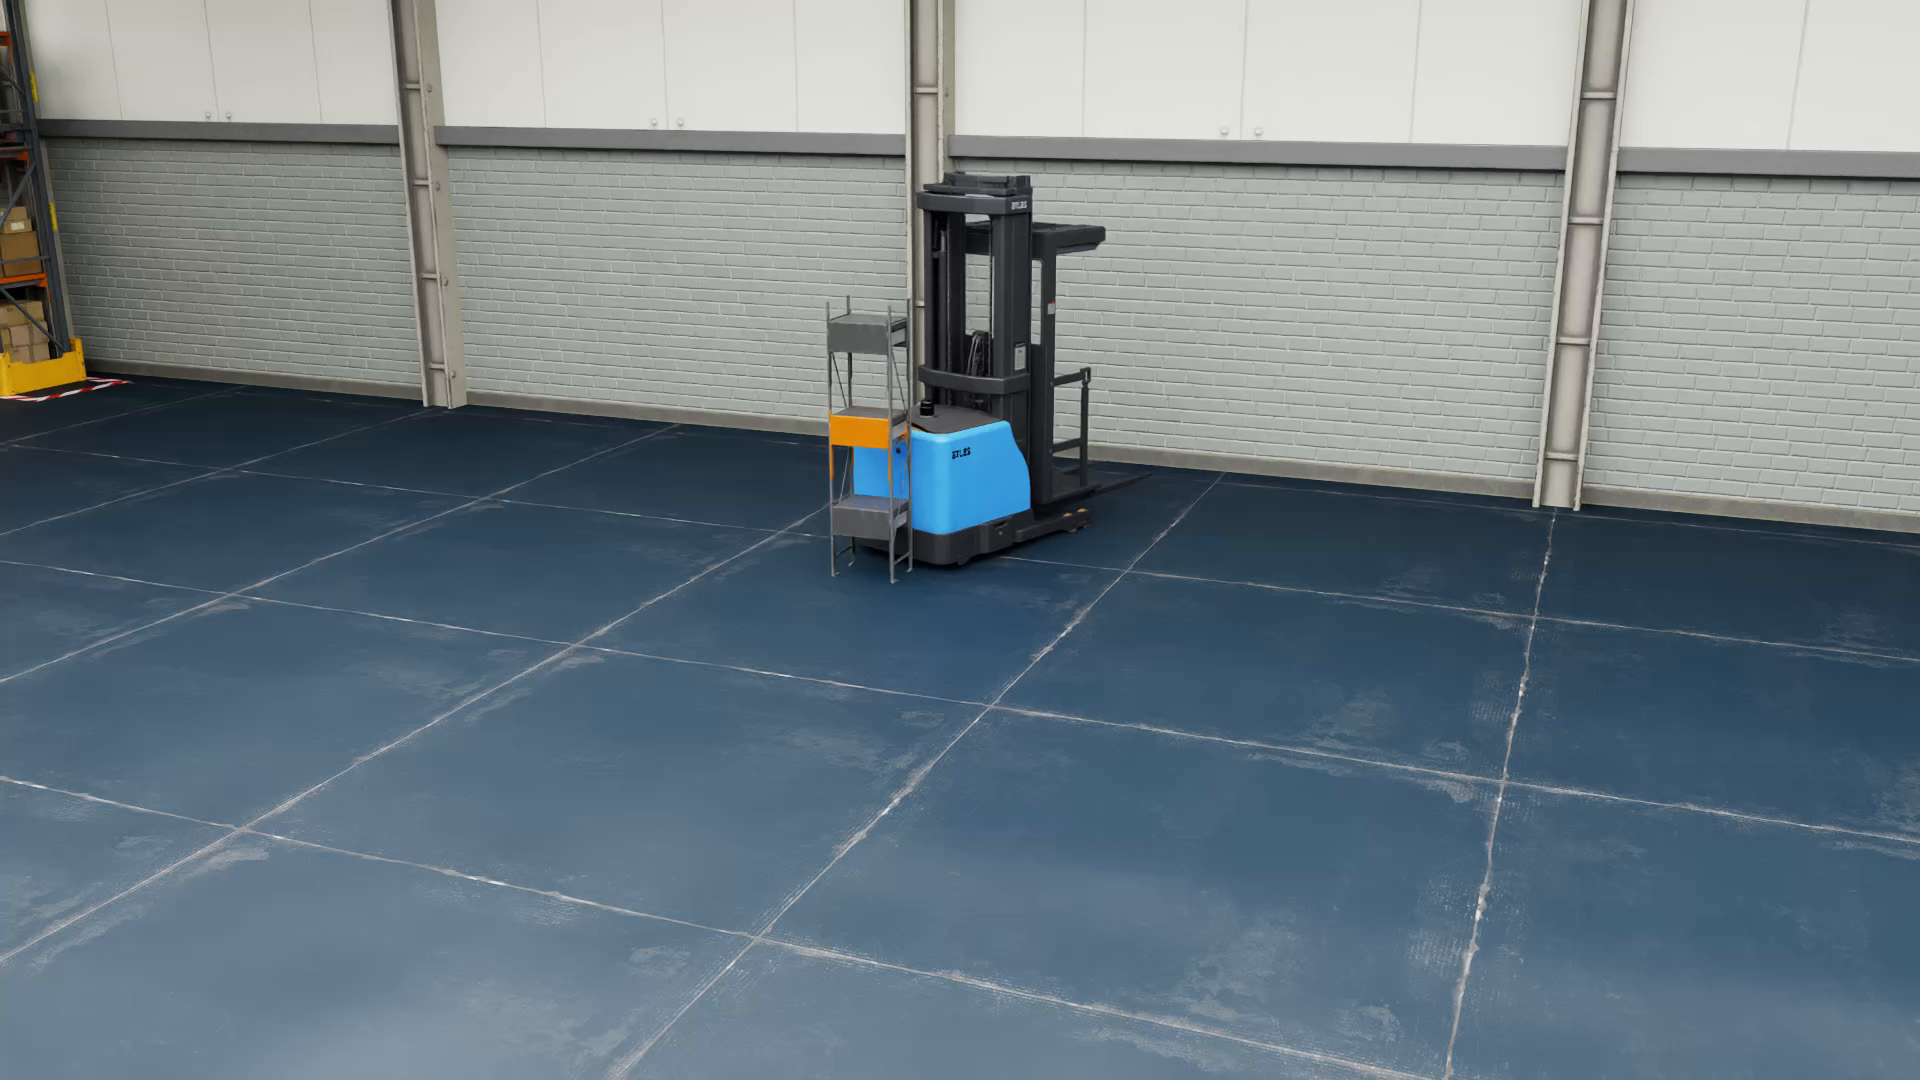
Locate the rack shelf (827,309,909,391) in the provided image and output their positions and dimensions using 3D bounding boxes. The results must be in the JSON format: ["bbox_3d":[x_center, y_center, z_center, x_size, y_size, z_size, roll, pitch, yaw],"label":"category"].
[{"bbox_3d":[-0.674,-1.413,12.311,0.480,0.518,0.431,6,17,20],"label":"rack shelf"}]

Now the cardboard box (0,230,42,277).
[{"bbox_3d":[-11.491,-3.463,20.041,0.500,0.500,0.500,7,18,22],"label":"cardboard box"}]

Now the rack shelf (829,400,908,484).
[{"bbox_3d":[-0.674,-0.741,12.506,0.480,0.518,0.431,6,17,20],"label":"rack shelf"}]

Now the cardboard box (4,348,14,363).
[{"bbox_3d":[-11.685,-2.139,19.841,0.500,0.250,0.500,6,17,21],"label":"cardboard box"}]

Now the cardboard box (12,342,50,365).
[{"bbox_3d":[-11.517,-2.274,20.305,0.500,0.250,0.500,6,17,21],"label":"cardboard box"}]

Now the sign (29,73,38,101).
[{"bbox_3d":[-10.923,-5.334,19.575,0.005,0.325,0.100,6,17,21],"label":"sign"}]

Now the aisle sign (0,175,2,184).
[{"bbox_3d":[-11.178,-4.457,18.985,0.004,0.787,0.394,6,17,21],"label":"aisle sign"}]

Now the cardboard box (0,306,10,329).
[{"bbox_3d":[-11.675,-2.620,19.702,0.500,0.250,0.500,7,18,22],"label":"cardboard box"}]

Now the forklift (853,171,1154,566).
[{"bbox_3d":[0.487,-1.549,13.752,1.130,2.935,3.031,14,21,40],"label":"forklift"}]

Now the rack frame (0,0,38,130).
[{"bbox_3d":[-11.132,-6.173,18.796,0.127,3.000,1.000,6,17,21],"label":"rack frame"}]

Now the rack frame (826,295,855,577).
[{"bbox_3d":[-0.902,-0.777,12.584,0.015,2.100,0.400,6,17,20],"label":"rack frame"}]

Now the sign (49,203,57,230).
[{"bbox_3d":[-10.923,-3.889,19.995,0.005,0.325,0.100,6,17,21],"label":"sign"}]

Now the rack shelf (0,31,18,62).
[{"bbox_3d":[-12.992,-5.840,19.657,4.000,0.370,1.077,6,17,21],"label":"rack shelf"}]

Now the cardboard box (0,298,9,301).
[{"bbox_3d":[-11.976,-2.802,20.329,0.500,0.250,0.500,6,17,21],"label":"cardboard box"}]

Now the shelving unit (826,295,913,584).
[{"bbox_3d":[-0.674,-0.754,12.502,0.503,2.100,0.431,6,17,20],"label":"shelving unit"}]

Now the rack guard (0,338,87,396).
[{"bbox_3d":[-11.109,-2.089,19.973,0.348,0.500,1.175,6,17,21],"label":"rack guard"}]

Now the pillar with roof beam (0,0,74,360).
[{"bbox_3d":[-13.028,-5.361,16.001,0.400,9.000,9.100,6,17,21],"label":"pillar with roof beam"}]

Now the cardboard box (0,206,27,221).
[{"bbox_3d":[-11.366,-3.884,19.796,0.250,0.149,0.380,6,17,20],"label":"cardboard box"}]

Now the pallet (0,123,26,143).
[{"bbox_3d":[-11.780,-4.769,19.499,1.213,0.211,1.003,6,17,21],"label":"pallet"}]

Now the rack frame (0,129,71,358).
[{"bbox_3d":[-11.132,-3.292,19.633,0.127,3.000,1.000,6,17,21],"label":"rack frame"}]

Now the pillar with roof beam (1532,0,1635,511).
[{"bbox_3d":[3.716,-3.520,9.658,0.400,9.000,9.100,6,17,21],"label":"pillar with roof beam"}]

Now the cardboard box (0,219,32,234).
[{"bbox_3d":[-11.352,-3.753,19.880,0.250,0.149,0.380,6,17,19],"label":"cardboard box"}]

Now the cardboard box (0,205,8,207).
[{"bbox_3d":[-11.590,-3.927,19.946,0.250,0.149,0.380,7,18,23],"label":"cardboard box"}]

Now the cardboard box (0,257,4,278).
[{"bbox_3d":[-11.686,-3.322,19.558,0.500,0.500,0.500,6,17,19],"label":"cardboard box"}]

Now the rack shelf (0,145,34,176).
[{"bbox_3d":[-12.992,-4.592,20.020,4.000,0.370,1.077,6,17,21],"label":"rack shelf"}]

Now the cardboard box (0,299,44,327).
[{"bbox_3d":[-11.509,-2.752,20.157,0.500,0.250,0.500,6,17,20],"label":"cardboard box"}]

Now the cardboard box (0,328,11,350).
[{"bbox_3d":[-11.699,-2.382,19.780,0.500,0.250,0.500,6,17,20],"label":"cardboard box"}]

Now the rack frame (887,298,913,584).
[{"bbox_3d":[-0.445,-0.730,12.419,0.015,2.100,0.400,6,17,20],"label":"rack frame"}]

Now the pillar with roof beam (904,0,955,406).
[{"bbox_3d":[-1.865,-4.134,11.773,0.400,9.000,9.100,6,17,21],"label":"pillar with roof beam"}]

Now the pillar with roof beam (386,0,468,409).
[{"bbox_3d":[-7.447,-4.748,13.887,0.400,9.000,9.100,6,17,21],"label":"pillar with roof beam"}]

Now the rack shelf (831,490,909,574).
[{"bbox_3d":[-0.673,-0.068,12.700,0.480,0.518,0.431,6,17,20],"label":"rack shelf"}]

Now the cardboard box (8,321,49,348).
[{"bbox_3d":[-11.493,-2.515,20.239,0.500,0.250,0.500,7,17,22],"label":"cardboard box"}]

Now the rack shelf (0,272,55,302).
[{"bbox_3d":[-12.992,-3.151,20.438,4.000,0.370,1.077,6,17,21],"label":"rack shelf"}]
